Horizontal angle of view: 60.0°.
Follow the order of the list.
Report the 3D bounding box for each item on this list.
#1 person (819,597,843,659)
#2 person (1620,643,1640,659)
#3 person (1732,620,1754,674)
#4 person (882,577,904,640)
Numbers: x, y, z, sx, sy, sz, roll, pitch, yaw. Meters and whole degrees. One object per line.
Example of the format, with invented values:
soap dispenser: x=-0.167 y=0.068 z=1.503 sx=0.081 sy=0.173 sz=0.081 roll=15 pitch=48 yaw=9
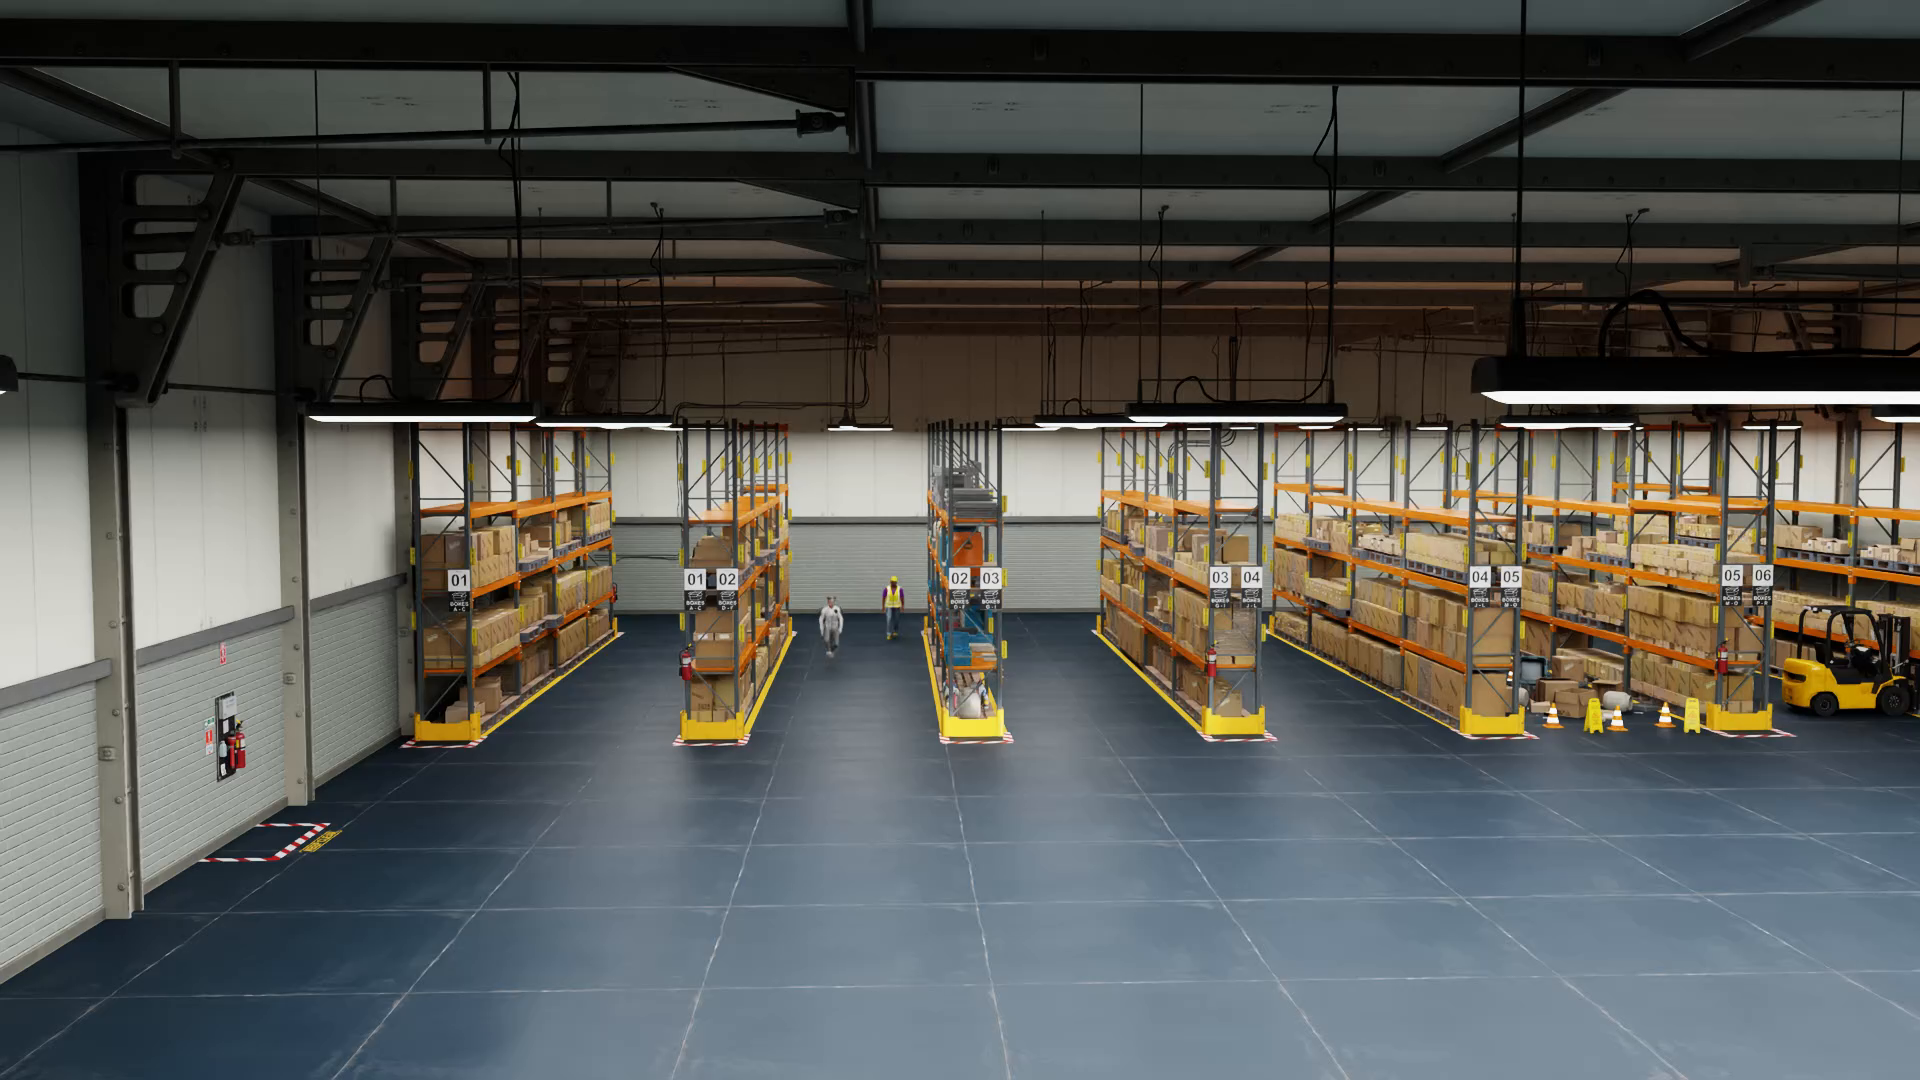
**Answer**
person: x=-3.183 y=2.169 z=41.036 sx=0.583 sy=1.584 sz=0.670 roll=-1 pitch=4 yaw=-9
person: x=16.869 y=2.226 z=41.729 sx=0.539 sy=1.782 sz=0.599 roll=-1 pitch=4 yaw=-9
person: x=17.104 y=2.572 z=36.240 sx=0.631 sy=1.676 sz=0.789 roll=0 pitch=4 yaw=-3
person: x=-1.863 y=1.879 z=46.317 sx=0.619 sy=1.727 sz=1.004 roll=0 pitch=4 yaw=-2
